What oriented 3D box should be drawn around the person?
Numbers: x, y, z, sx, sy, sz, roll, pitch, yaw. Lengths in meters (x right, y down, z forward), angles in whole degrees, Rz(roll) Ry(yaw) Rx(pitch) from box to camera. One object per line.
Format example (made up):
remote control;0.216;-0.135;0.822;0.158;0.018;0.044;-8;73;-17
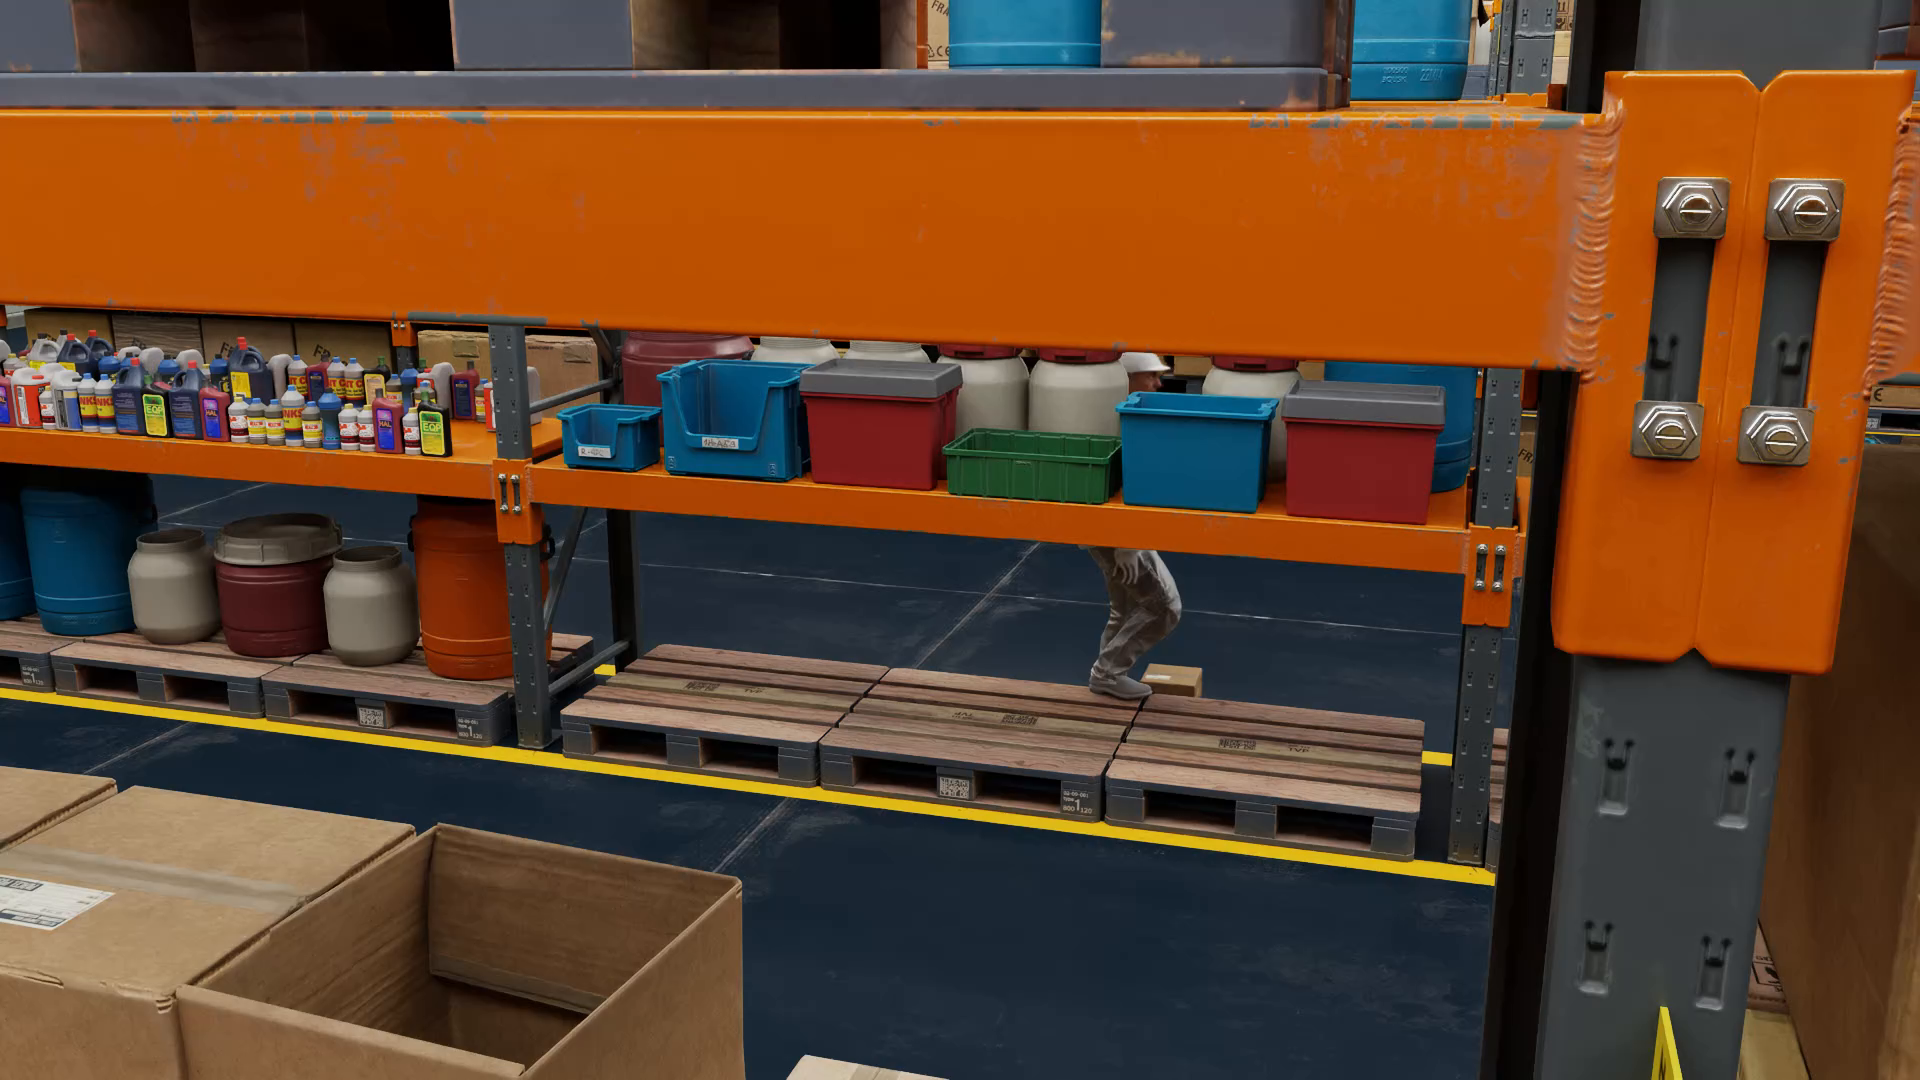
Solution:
person;0.781;-0.012;7.522;0.518;1.783;0.629;4;15;15
